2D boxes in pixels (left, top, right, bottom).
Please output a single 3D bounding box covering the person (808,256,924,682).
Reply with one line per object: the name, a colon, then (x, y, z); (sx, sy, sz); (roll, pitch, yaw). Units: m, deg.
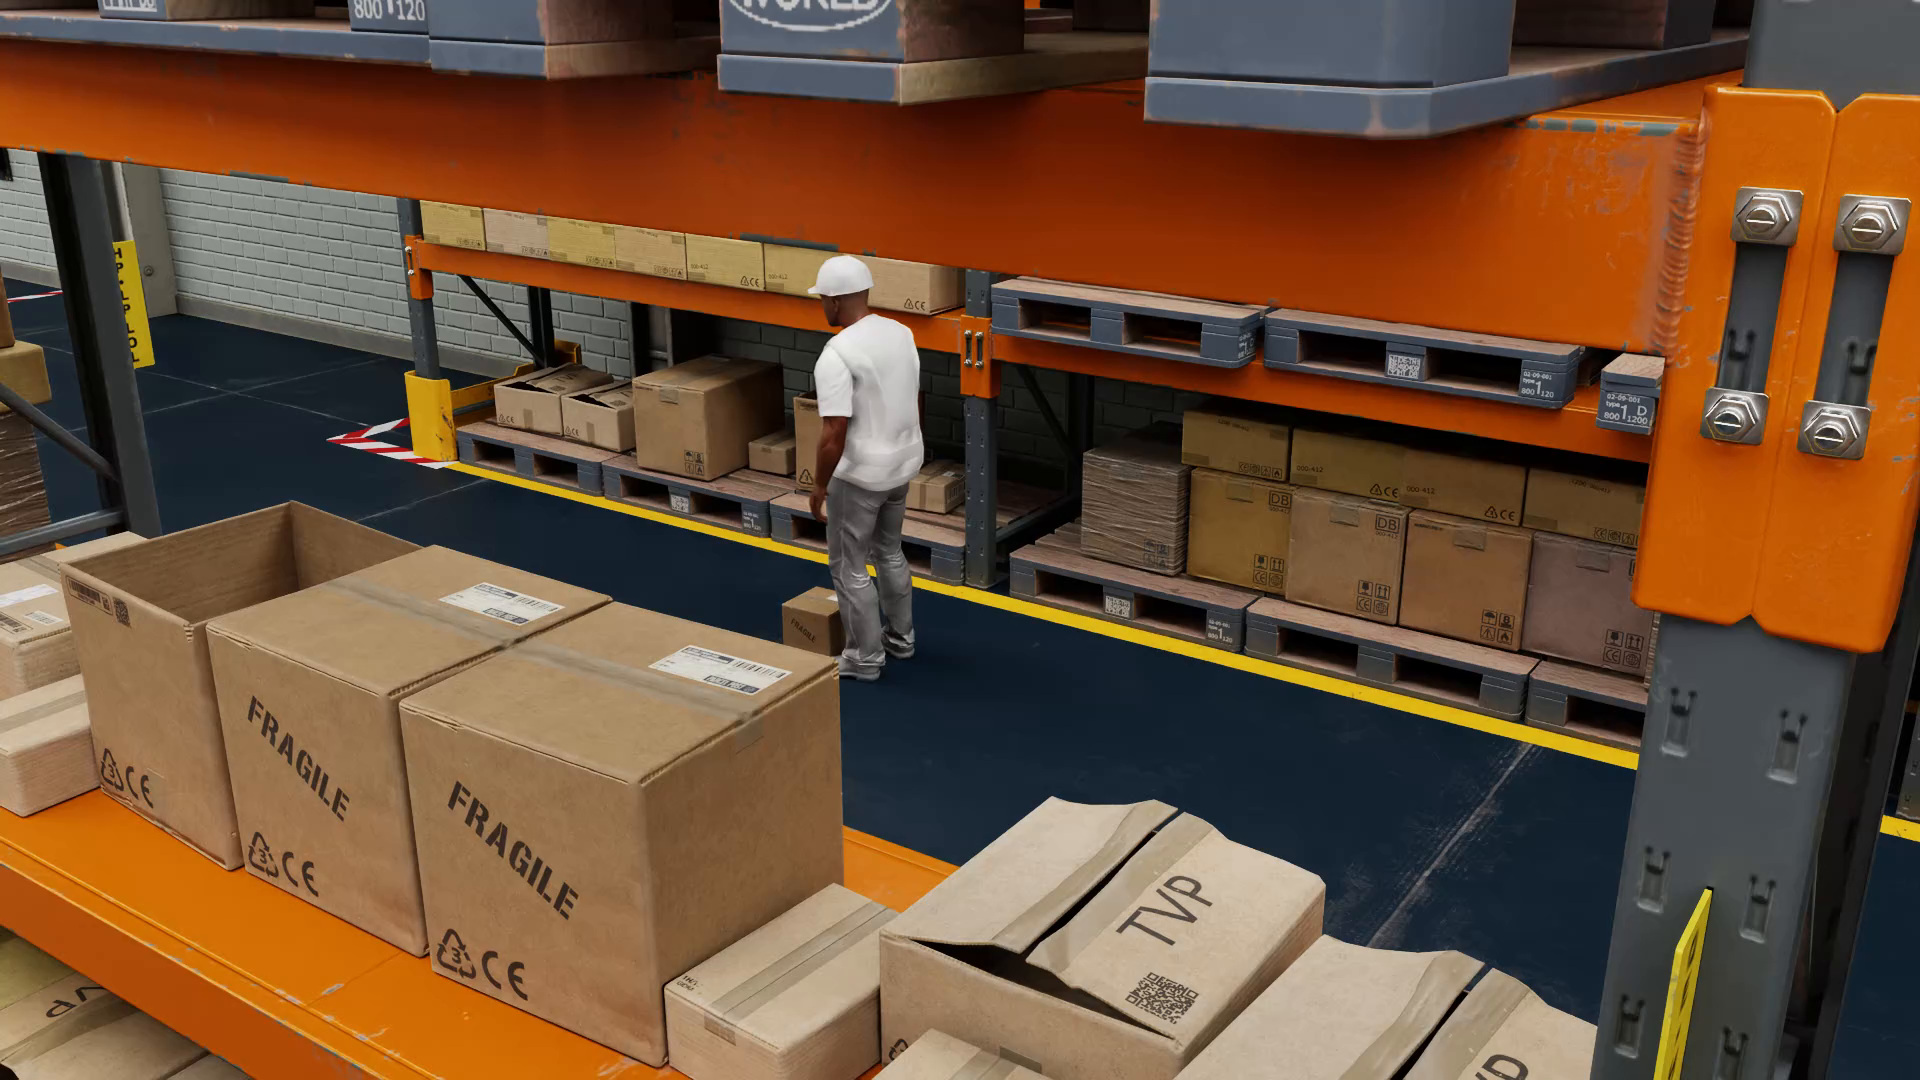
person: (-0.396, -0.292, 6.860); (0.459, 1.760, 0.627); (13, 23, 32)
